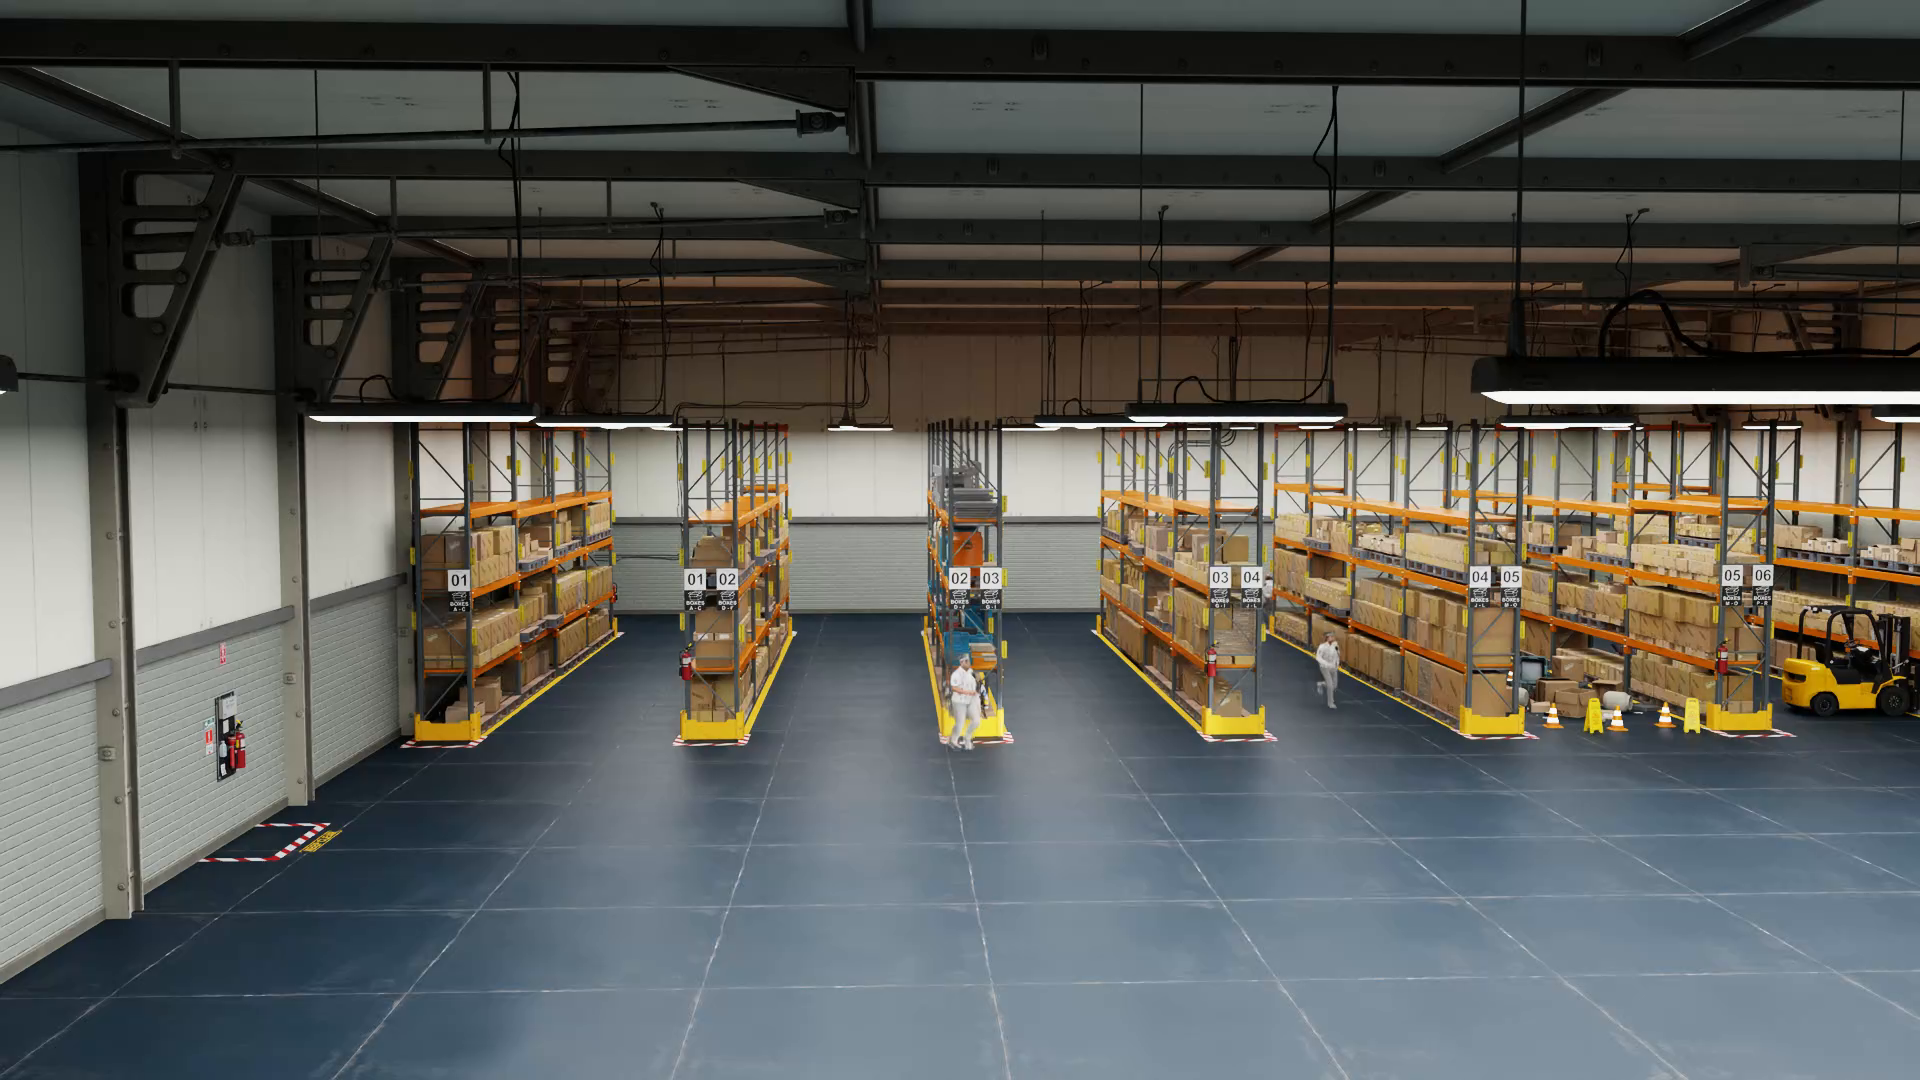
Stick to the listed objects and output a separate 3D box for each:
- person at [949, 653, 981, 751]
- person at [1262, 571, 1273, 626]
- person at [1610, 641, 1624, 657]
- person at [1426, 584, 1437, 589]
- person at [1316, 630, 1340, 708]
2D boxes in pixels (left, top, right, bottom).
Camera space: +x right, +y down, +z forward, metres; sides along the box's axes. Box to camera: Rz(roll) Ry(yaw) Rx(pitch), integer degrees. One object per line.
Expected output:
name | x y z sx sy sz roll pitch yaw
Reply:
person | 0.111 2.939 29.986 0.682 1.819 0.711 -4 5 -44
person | 8.997 1.770 49.037 0.697 1.706 0.619 1 4 15
person | 16.624 2.238 41.830 0.593 1.602 0.546 0 4 -5
person | 14.145 1.757 49.292 0.953 1.709 0.695 1 4 13
person | 7.714 2.693 34.871 0.649 1.650 0.661 -2 4 -24
